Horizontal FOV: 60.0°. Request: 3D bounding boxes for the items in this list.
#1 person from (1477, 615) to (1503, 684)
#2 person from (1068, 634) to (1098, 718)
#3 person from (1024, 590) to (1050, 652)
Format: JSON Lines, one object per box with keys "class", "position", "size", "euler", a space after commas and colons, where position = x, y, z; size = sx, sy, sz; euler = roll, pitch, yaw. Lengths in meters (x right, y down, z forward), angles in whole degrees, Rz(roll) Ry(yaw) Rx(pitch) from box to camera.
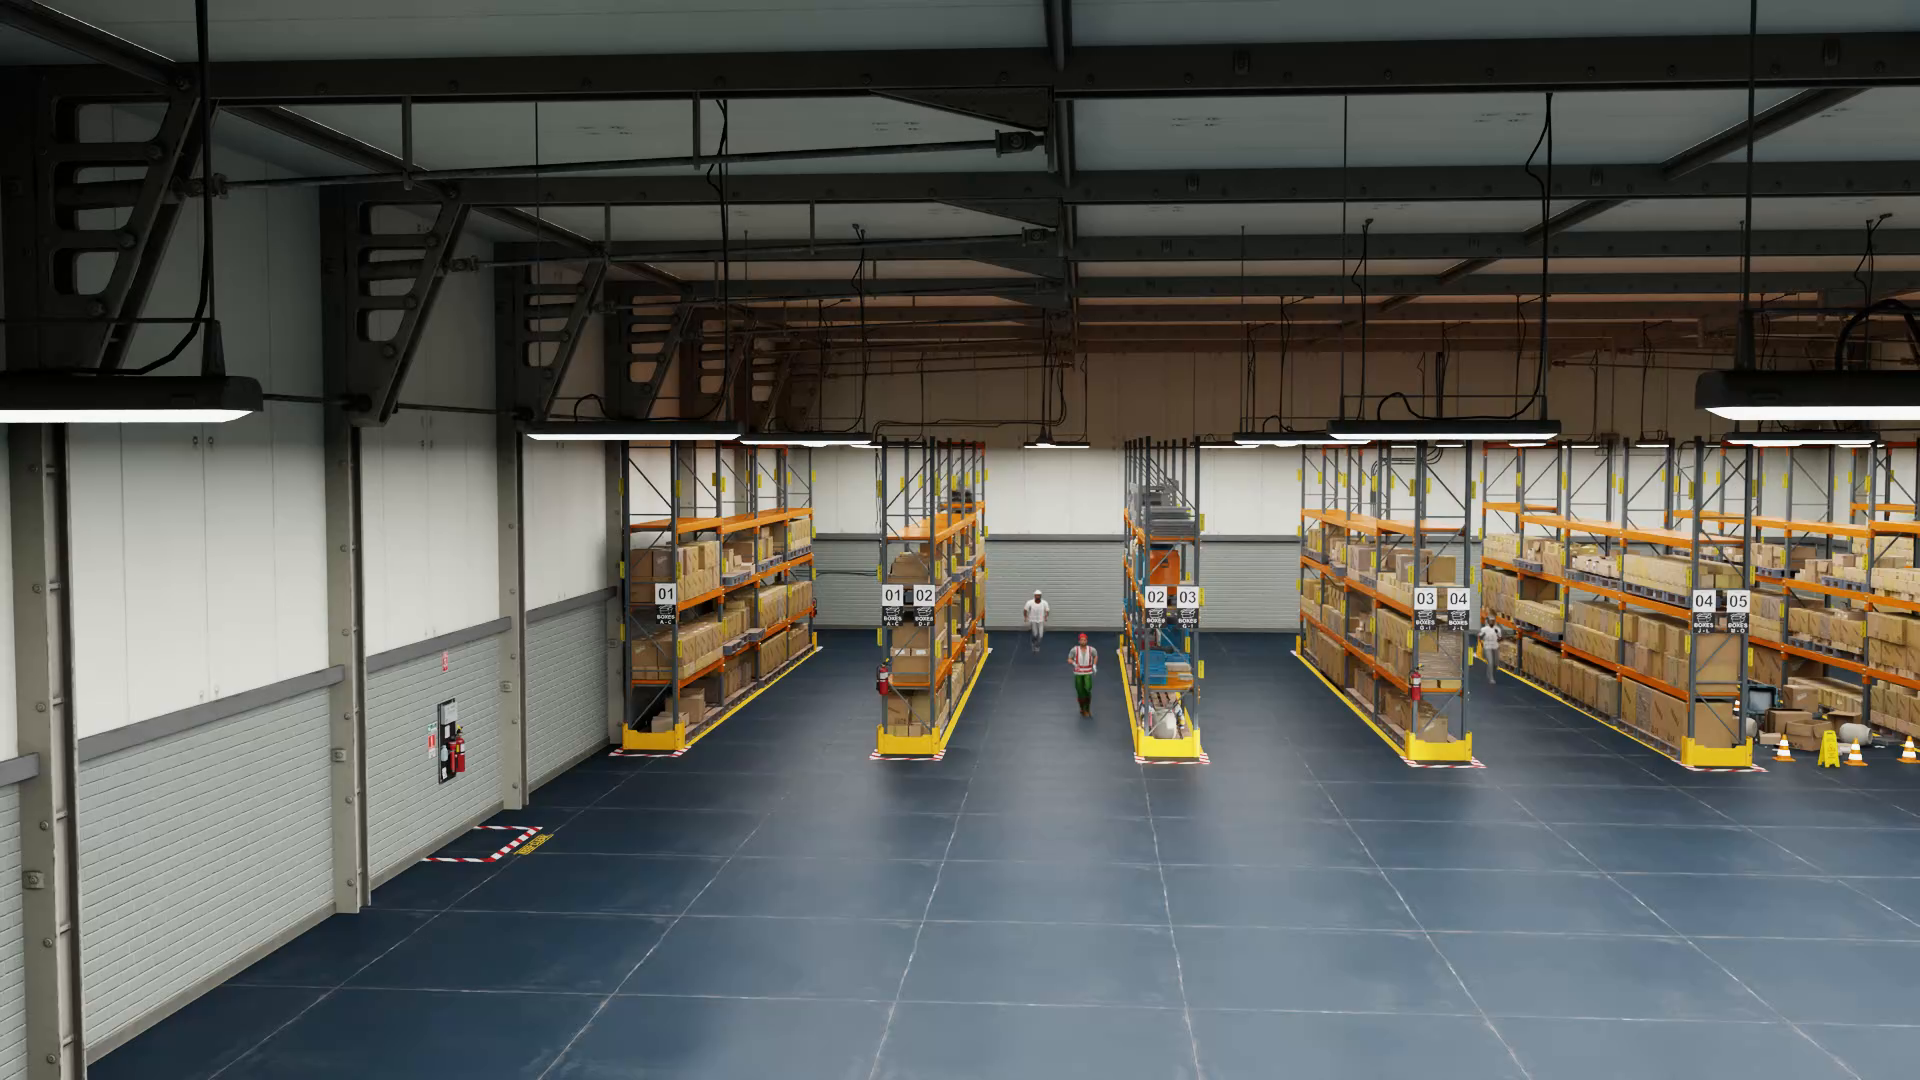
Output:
{"class": "person", "position": [13.100, 2.684, 41.087], "size": [0.564, 1.669, 0.831], "euler": [0, 3, 0]}
{"class": "person", "position": [2.640, 2.925, 35.840], "size": [0.635, 1.825, 0.749], "euler": [0, 3, 7]}
{"class": "person", "position": [2.079, 2.197, 44.788], "size": [0.694, 1.703, 0.579], "euler": [0, 3, -6]}
